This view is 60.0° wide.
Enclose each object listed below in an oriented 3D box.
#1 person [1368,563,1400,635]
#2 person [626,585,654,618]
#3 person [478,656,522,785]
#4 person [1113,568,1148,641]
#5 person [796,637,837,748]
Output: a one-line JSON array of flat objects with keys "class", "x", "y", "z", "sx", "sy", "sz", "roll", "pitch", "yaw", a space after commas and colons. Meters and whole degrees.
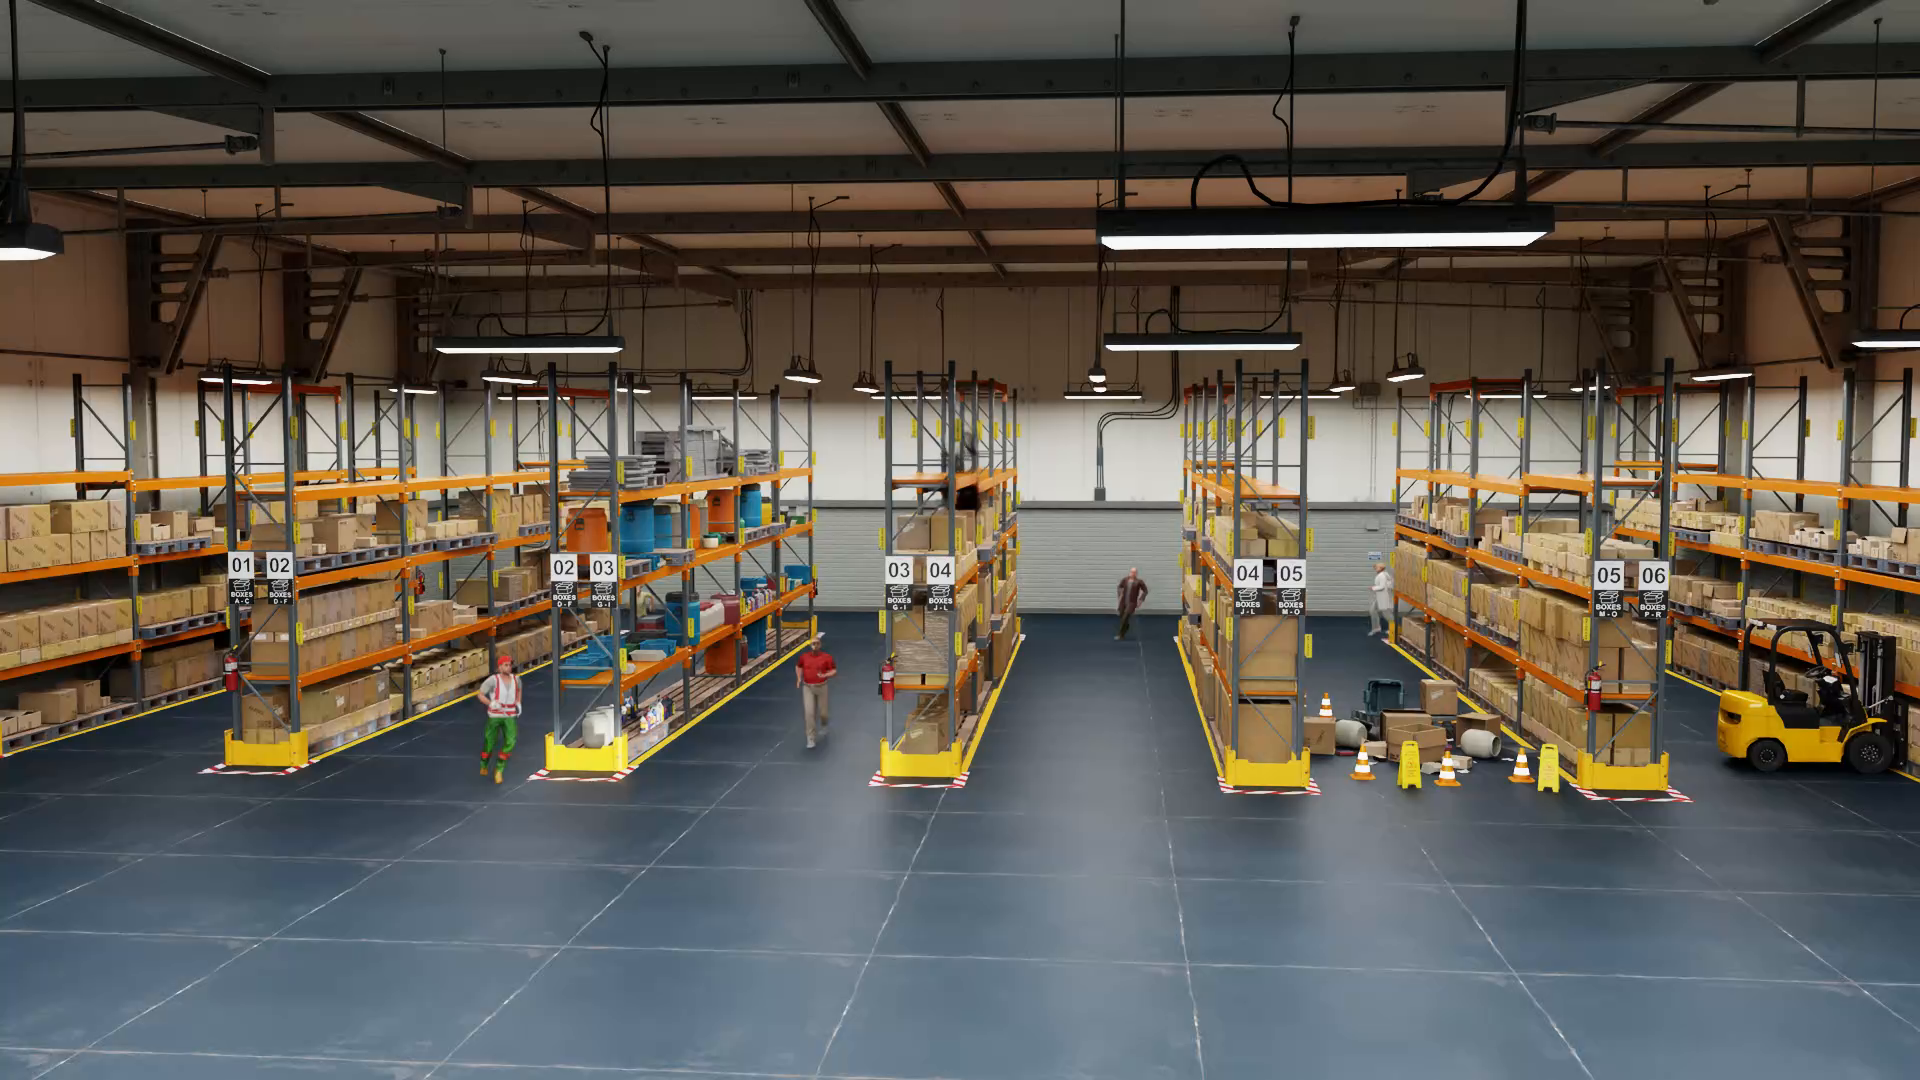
[{"class": "person", "x": 10.335, "y": 1.468, "z": 40.407, "sx": 0.808, "sy": 1.830, "sz": 0.691, "roll": 0, "pitch": 4, "yaw": 6}, {"class": "person", "x": -7.177, "y": 1.737, "z": 37.236, "sx": 0.562, "sy": 1.589, "sz": 0.799, "roll": 0, "pitch": 4, "yaw": 4}, {"class": "person", "x": -6.566, "y": 2.551, "z": 23.831, "sx": 0.692, "sy": 1.792, "sz": 0.715, "roll": -2, "pitch": 4, "yaw": -31}, {"class": "person", "x": 4.093, "y": 1.521, "z": 39.715, "sx": 0.782, "sy": 1.732, "sz": 0.913, "roll": 2, "pitch": 4, "yaw": 29}, {"class": "person", "x": -2.298, "y": 2.396, "z": 26.500, "sx": 0.673, "sy": 1.699, "sz": 0.944, "roll": 0, "pitch": 4, "yaw": 0}]
